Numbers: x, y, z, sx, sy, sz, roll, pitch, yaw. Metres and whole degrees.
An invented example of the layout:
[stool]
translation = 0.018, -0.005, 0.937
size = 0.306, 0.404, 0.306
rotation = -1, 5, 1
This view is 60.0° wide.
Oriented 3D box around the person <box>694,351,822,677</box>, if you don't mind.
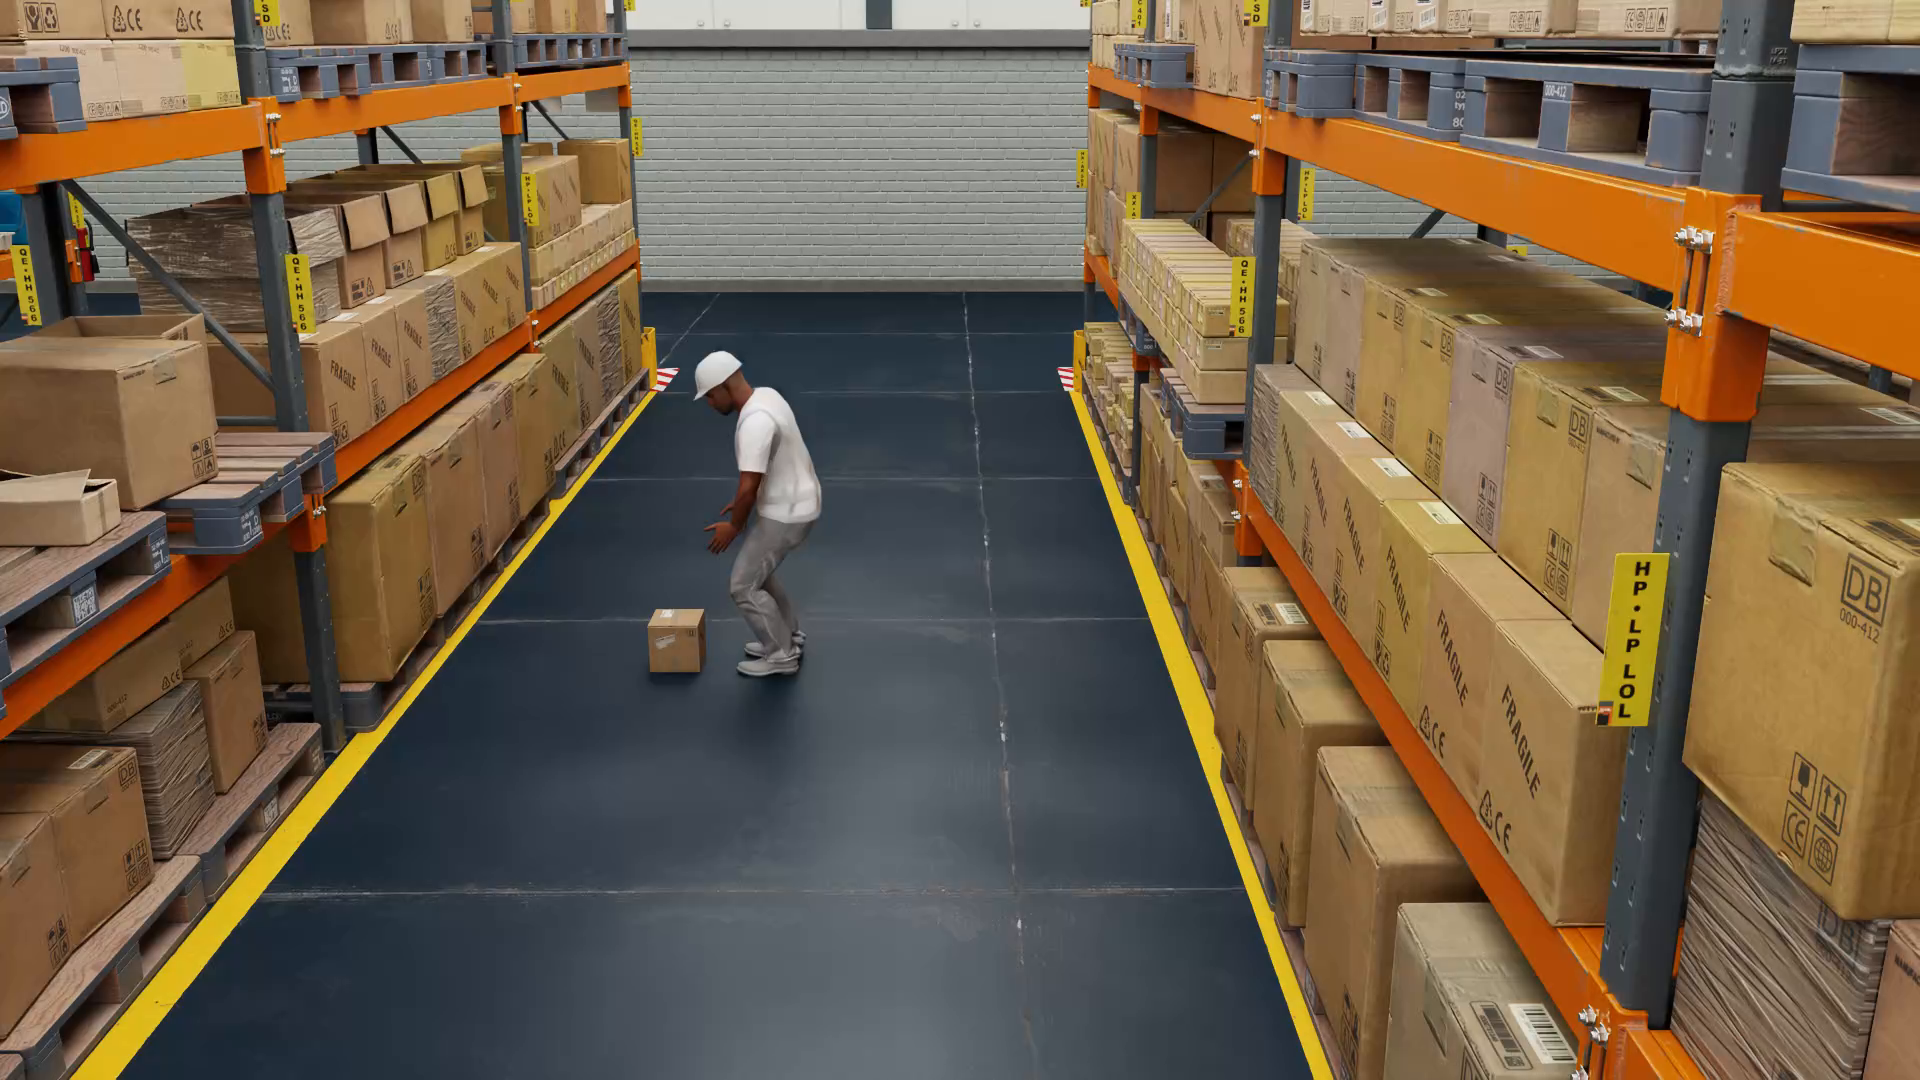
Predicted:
[person]
translation = -0.985, -0.132, 8.202
size = 0.599, 1.613, 0.616
rotation = 0, 17, 0
